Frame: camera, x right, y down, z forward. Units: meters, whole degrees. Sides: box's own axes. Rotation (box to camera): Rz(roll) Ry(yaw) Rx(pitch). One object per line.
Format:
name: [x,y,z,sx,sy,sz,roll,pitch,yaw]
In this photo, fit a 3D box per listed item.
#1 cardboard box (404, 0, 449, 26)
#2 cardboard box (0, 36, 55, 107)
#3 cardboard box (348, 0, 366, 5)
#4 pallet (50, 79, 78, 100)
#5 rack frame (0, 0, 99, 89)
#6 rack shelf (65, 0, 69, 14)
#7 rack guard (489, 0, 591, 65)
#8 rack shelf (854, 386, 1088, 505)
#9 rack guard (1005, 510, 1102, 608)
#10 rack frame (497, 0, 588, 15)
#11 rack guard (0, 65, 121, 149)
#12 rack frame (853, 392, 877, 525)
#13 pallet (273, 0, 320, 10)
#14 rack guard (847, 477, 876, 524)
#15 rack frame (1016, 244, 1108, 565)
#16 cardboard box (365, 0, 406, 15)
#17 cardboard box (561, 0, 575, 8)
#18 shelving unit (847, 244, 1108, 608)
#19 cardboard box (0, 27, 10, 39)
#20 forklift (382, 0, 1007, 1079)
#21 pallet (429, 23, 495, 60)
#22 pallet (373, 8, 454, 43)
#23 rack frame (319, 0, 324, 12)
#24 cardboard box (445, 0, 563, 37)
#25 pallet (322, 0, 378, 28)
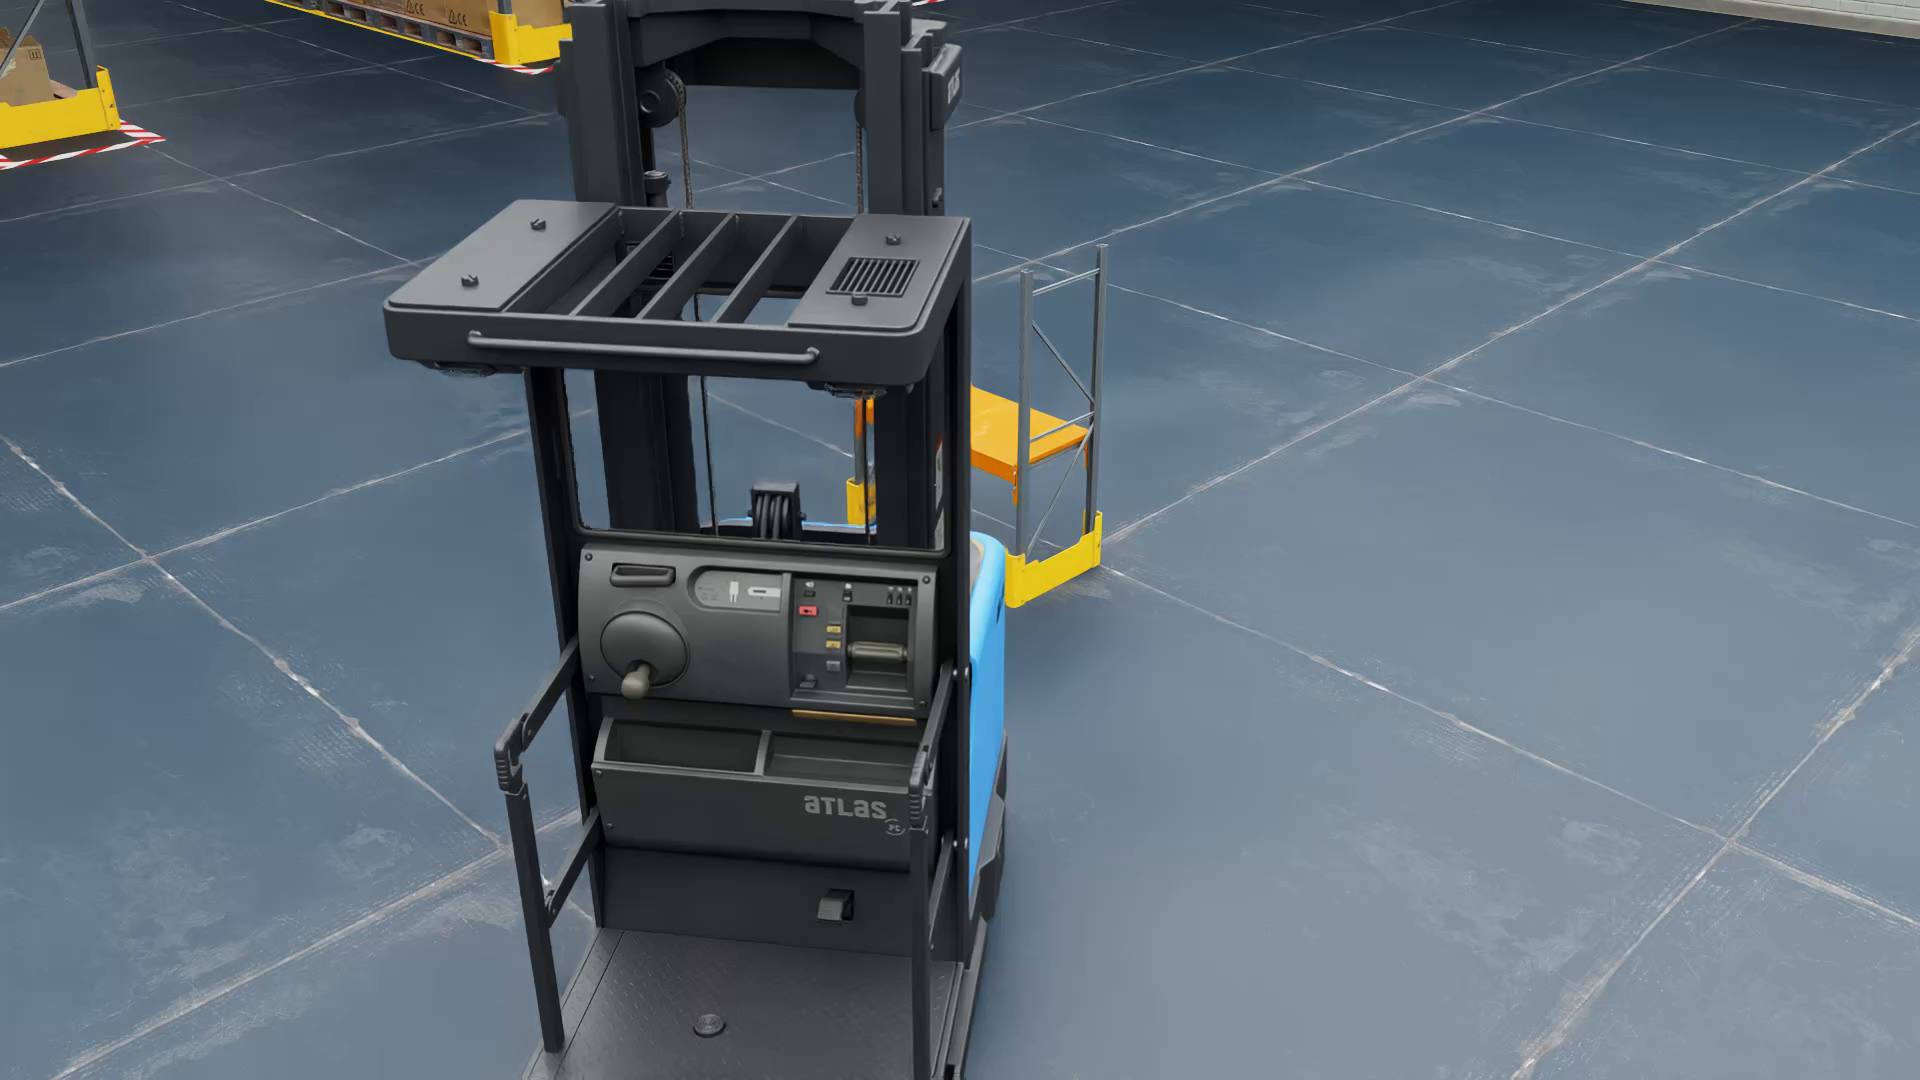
cardboard box: [-5.458,-6.140,18.036,0.875,0.875,0.875,24,36,38]
cardboard box: [-8.282,-4.085,14.530,0.500,0.500,0.500,-18,33,-30]
cardboard box: [-6.752,-6.731,19.160,0.875,0.875,0.875,-25,36,-38]
pallet: [-8.457,-3.863,14.871,1.213,0.211,1.003,25,36,38]
rack frame: [-7.849,-4.796,13.648,0.127,3.000,1.000,25,36,38]
rack shelf: [-9.275,-5.130,15.056,4.000,0.370,1.077,25,36,38]
rack guard: [-4.282,-5.295,17.283,0.348,0.500,1.175,25,36,38]
rack shelf: [0.061,-0.477,7.432,1.000,0.185,0.538,25,36,38]
rack guard: [0.409,0.077,7.335,0.087,0.250,0.587,25,36,38]
rack frame: [-4.299,-6.409,16.716,0.127,3.000,1.000,25,36,38]
rack guard: [-7.903,-3.714,14.277,0.348,0.500,1.175,25,36,38]
rack frame: [-0.302,-0.802,7.663,0.032,1.500,0.500,25,36,38]
pallet: [-7.754,-6.707,20.278,1.213,0.211,1.003,25,36,38]
rack guard: [-0.301,-0.248,7.954,0.087,0.250,0.587,25,36,38]
rack frame: [0.423,-0.470,7.033,0.032,1.500,0.500,25,36,38]
cardboard box: [-6.107,-6.438,18.603,0.875,0.875,0.875,25,37,39]
cardboard box: [-4.634,-6.554,19.930,0.396,0.266,0.258,-18,33,-31]
shelving unit: [0.054,-0.639,7.354,1.083,1.500,0.587,25,36,38]
cardboard box: [-8.732,-4.268,14.879,0.500,0.500,0.500,-15,31,-27]
forklift: [-0.551,0.275,4.079,1.130,2.935,3.031,4,28,7]
pallet: [-4.924,-5.410,17.811,1.213,0.211,1.003,25,36,38]
pallet: [-5.790,-5.808,18.568,1.213,0.211,1.003,25,36,38]
rack frame: [-7.151,-7.714,19.198,0.127,3.000,1.000,25,36,38]
cardboard box: [-4.829,-5.854,17.492,0.875,0.875,0.875,25,37,39]
pallet: [-6.664,-6.206,19.326,1.213,0.211,1.003,25,36,38]
